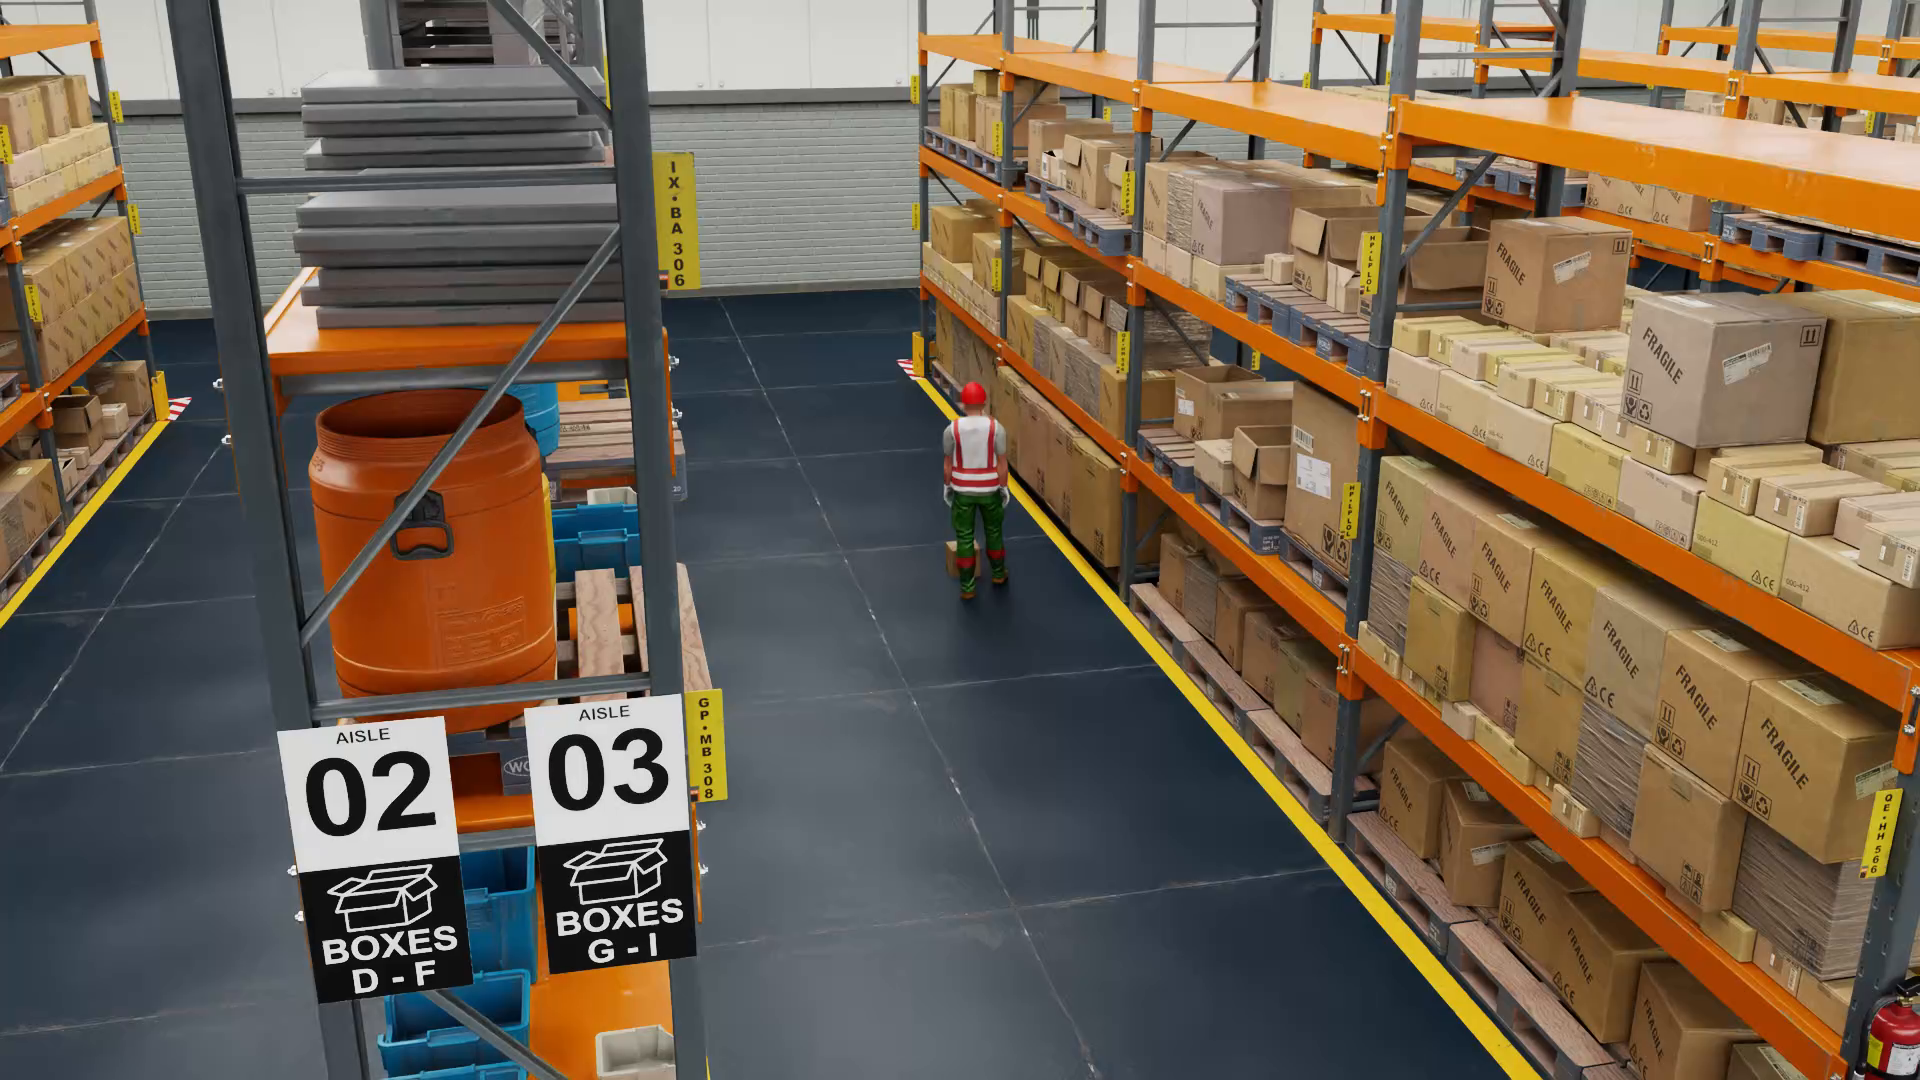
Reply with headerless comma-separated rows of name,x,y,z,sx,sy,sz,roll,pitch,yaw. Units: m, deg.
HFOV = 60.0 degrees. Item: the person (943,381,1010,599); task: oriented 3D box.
person,0.138,-0.453,13.613,0.566,1.791,0.600,-1,19,-2
